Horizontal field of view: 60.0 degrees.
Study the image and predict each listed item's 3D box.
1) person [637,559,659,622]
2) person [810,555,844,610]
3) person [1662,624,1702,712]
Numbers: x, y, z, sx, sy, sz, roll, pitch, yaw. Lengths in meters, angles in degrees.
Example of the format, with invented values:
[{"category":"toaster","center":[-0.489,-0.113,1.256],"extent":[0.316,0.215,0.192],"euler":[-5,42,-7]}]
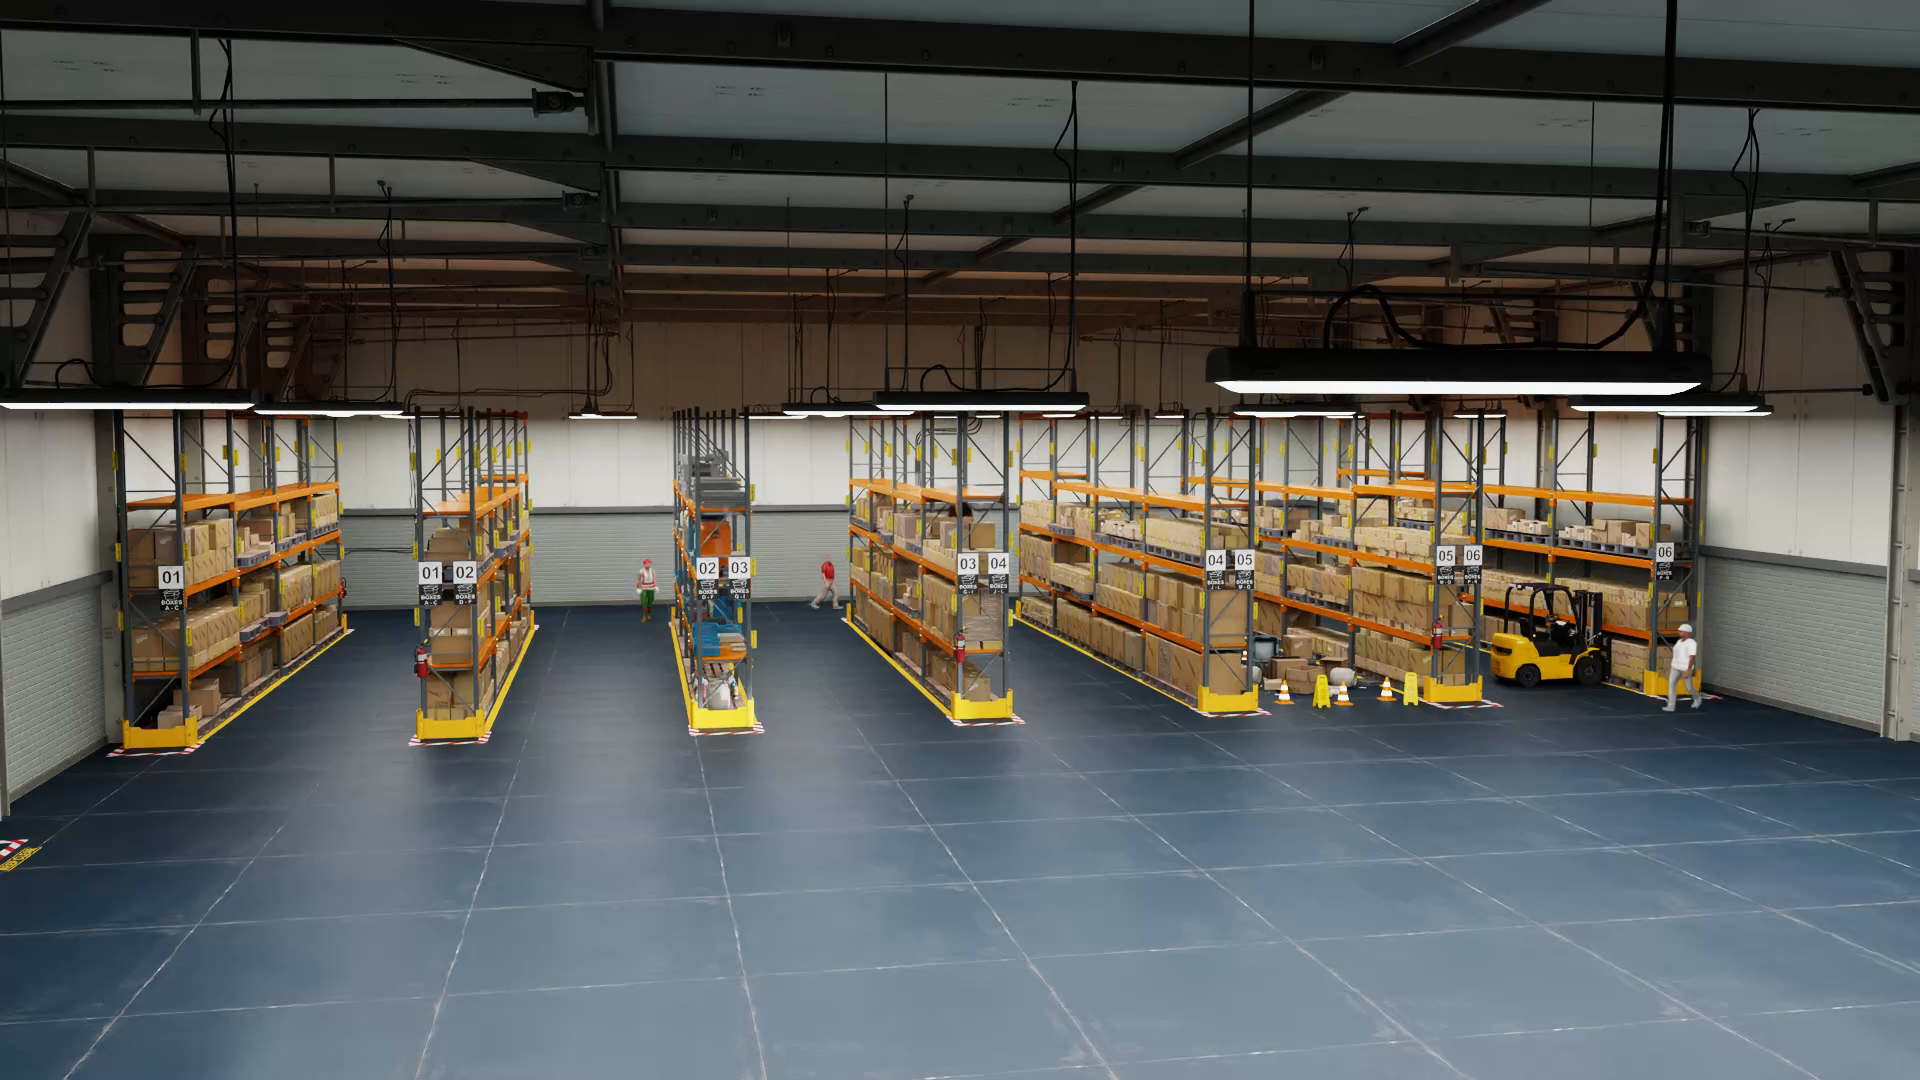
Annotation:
[{"category":"person","center":[-8.961,1.431,47.721],"extent":[0.600,1.760,0.905],"euler":[-1,4,-18]},{"category":"person","center":[-4.041,1.288,50.536],"extent":[0.996,1.671,0.660],"euler":[1,4,9]},{"category":"person","center":[14.294,2.524,32.788],"extent":[0.981,1.734,0.520],"euler":[-3,5,-39]}]
